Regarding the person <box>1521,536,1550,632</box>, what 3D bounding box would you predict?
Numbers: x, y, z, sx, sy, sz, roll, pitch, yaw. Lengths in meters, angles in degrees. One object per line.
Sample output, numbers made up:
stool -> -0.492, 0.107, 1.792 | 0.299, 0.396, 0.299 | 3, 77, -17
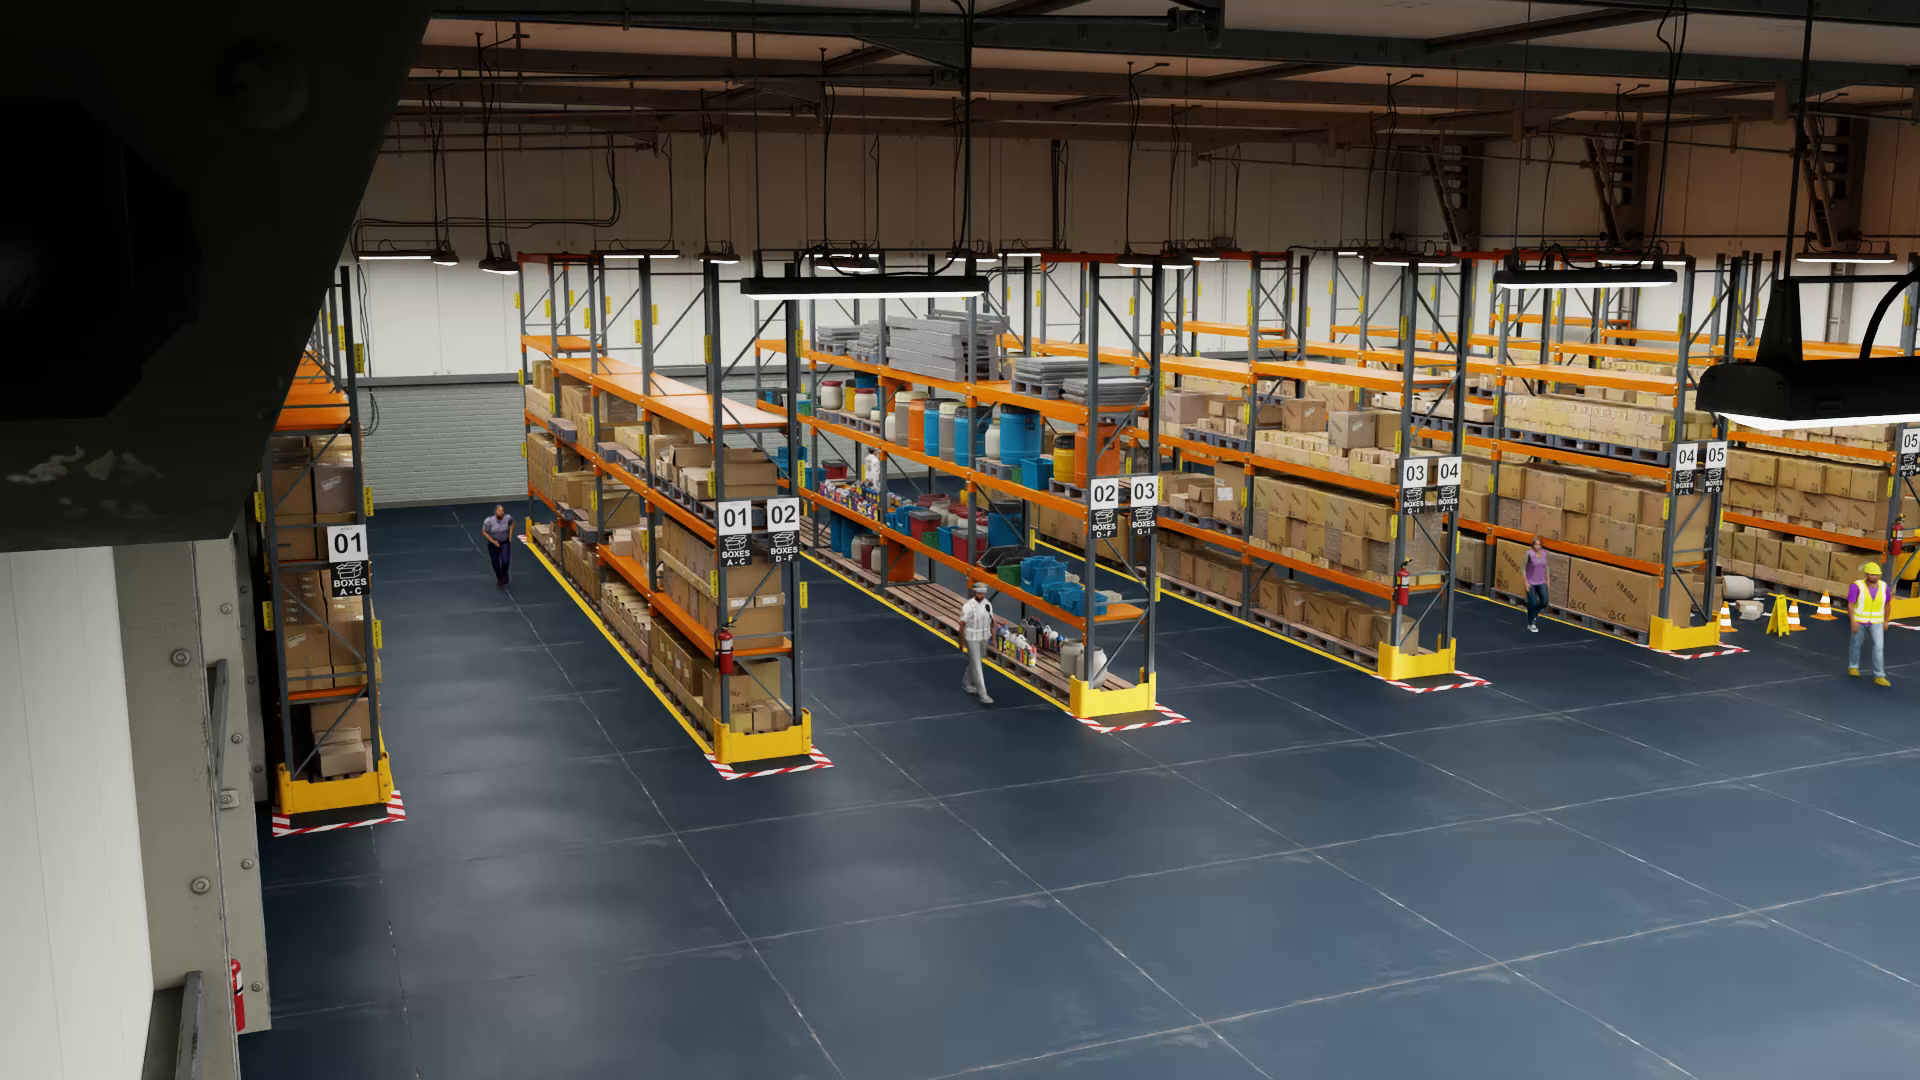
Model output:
person -> 9.292, 0.696, 26.894 | 0.499, 1.578, 0.456 | -1, 10, -8

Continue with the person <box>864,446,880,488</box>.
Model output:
person -> -1.982, -1.317, 37.700 | 0.547, 1.703, 0.522 | -7, 12, -32

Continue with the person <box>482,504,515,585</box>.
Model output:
person -> -8.373, 0.087, 30.242 | 0.572, 1.558, 0.746 | -2, 11, -13

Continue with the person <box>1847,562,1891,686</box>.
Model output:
person -> 12.962, 1.170, 23.708 | 0.596, 1.714, 0.996 | 3, 11, 17

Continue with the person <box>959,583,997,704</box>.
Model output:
person -> 0.282, 1.376, 22.874 | 0.473, 1.623, 0.970 | -8, 13, -37
